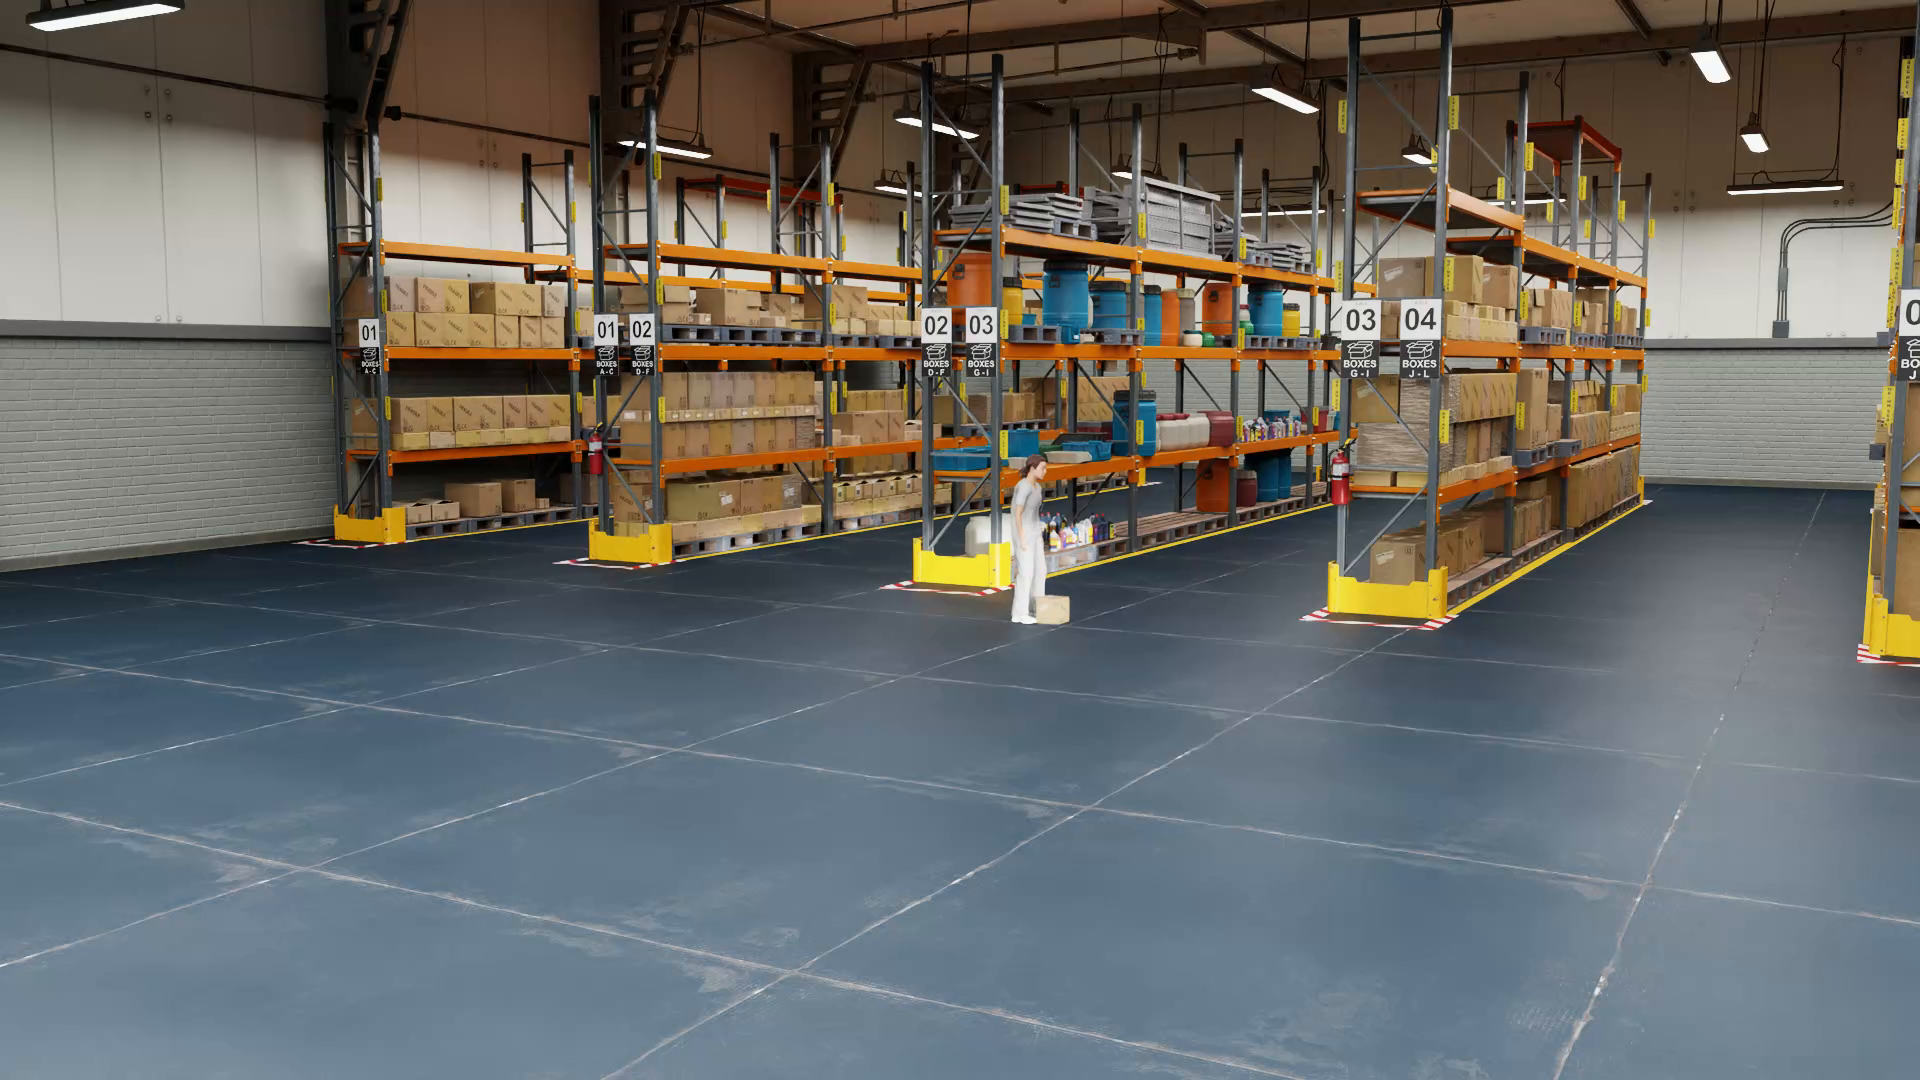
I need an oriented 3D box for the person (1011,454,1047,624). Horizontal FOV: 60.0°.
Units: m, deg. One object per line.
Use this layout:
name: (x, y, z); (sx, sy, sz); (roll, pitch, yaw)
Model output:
person: (0.720, -0.023, 16.555); (0.416, 1.671, 0.501); (3, 7, 26)
